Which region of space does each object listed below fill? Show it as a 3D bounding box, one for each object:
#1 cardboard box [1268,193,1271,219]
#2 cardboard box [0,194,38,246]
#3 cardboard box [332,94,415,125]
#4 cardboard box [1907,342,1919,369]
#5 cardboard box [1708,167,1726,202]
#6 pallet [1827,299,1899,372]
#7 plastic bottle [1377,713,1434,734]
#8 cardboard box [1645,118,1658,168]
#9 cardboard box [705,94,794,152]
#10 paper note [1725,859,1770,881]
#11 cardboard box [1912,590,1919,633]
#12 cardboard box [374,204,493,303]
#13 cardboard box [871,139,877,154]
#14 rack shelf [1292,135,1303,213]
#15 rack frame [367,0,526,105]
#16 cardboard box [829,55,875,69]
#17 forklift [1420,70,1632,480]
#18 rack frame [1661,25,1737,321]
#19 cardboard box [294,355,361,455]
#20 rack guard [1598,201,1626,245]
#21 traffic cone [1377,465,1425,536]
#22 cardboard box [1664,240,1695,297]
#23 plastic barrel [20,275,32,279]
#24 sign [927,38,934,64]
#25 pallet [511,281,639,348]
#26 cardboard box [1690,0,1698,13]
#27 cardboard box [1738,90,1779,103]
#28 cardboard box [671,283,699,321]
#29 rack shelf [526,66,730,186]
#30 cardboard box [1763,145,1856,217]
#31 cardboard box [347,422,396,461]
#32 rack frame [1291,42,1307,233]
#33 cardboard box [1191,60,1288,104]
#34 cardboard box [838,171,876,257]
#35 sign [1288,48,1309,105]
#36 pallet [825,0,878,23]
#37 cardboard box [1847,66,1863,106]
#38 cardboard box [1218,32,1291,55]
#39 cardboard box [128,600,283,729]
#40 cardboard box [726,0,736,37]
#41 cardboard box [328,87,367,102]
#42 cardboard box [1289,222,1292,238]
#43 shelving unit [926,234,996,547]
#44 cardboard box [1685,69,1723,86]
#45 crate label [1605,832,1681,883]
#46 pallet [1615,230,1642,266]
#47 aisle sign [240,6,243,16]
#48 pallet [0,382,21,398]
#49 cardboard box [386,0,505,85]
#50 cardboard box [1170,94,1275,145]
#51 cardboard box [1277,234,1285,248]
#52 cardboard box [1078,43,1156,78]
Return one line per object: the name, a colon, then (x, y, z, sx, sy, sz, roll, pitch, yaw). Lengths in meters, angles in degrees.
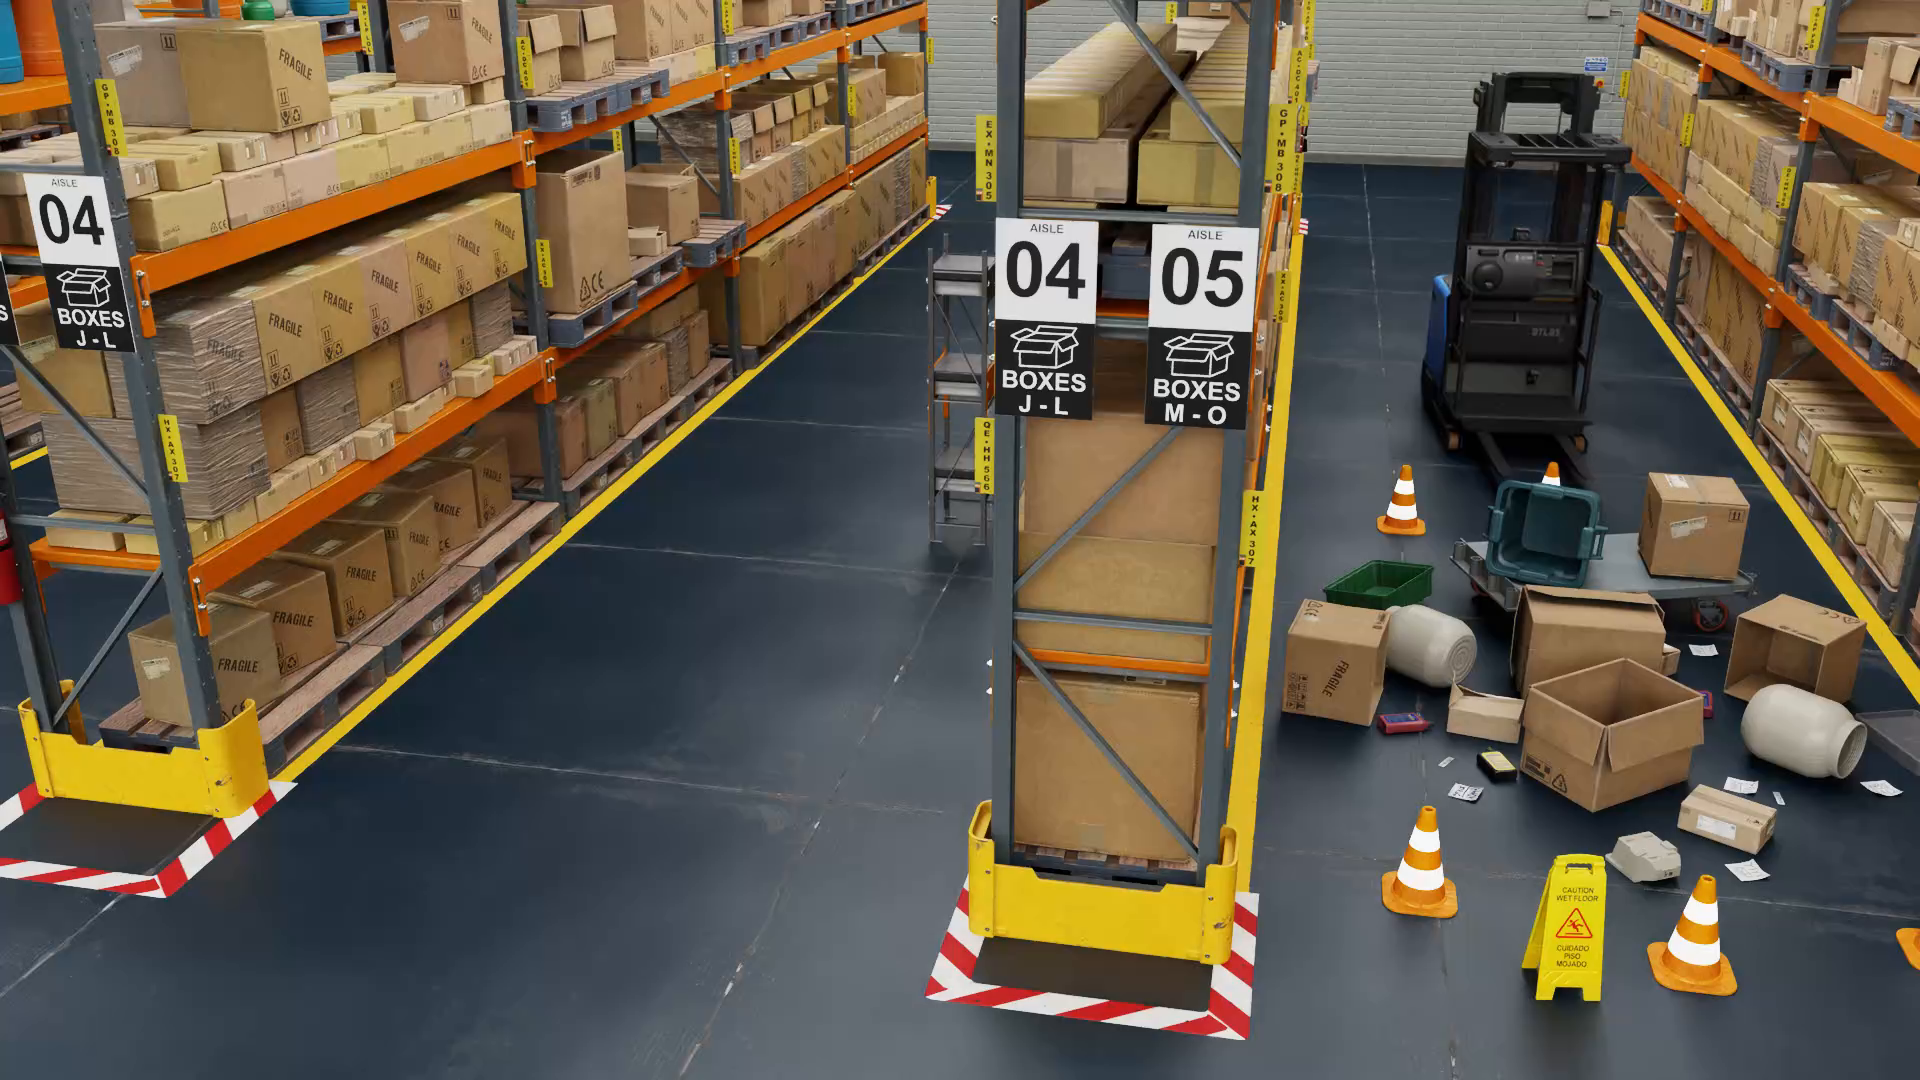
cardboard box: (1.126, -1.452, 7.069, 0.380, 0.149, 0.250, 5, 22, 11)
cardboard box: (-4.346, -1.583, 7.954, 0.500, 0.250, 0.500, 5, 22, 12)
cardboard box: (-3.429, -2.513, 9.731, 0.380, 0.149, 0.250, 5, 23, 13)
cardboard box: (6.228, -1.155, 10.481, 0.380, 0.149, 0.250, 4, 22, 9)
cardboard box: (7.381, -3.346, 15.678, 0.500, 0.250, 0.500, 5, 22, 12)
pallet: (6.774, -1.420, 11.620, 1.003, 0.211, 1.213, 4, 22, 11)
plastic bottle: (2.481, 1.017, 9.247, 0.283, 0.061, 0.133, -3, 22, -8)
cardboard box: (8.108, -4.498, 18.873, 0.500, 0.500, 0.500, 5, 23, 13)
cardboard box: (-2.132, -4.253, 16.922, 0.797, 0.503, 0.637, 5, 23, 13)
paper note: (3.750, 1.570, 7.915, 0.148, 0.019, 0.142, -3, 22, -8)
cardboard box: (5.937, 0.503, 9.708, 0.500, 0.250, 0.500, 3, 22, 8)
cardboard box: (-3.303, -1.808, 10.457, 0.500, 0.500, 0.500, 4, 22, 11)
cardboard box: (-1.202, -4.709, 19.867, 0.380, 0.149, 0.250, 4, 22, 9)
rack shelf: (3.496, -4.437, 19.818, 1.077, 0.370, 4.000, 4, 22, 11)
rack frame: (-3.380, -4.311, 10.512, 1.000, 3.000, 0.127, 4, 22, 11)
cardboard box: (-1.395, -5.995, 21.523, 0.500, 0.500, 0.500, 4, 22, 10)
forklift: (4.570, -2.177, 13.337, 1.130, 2.935, 3.031, 3, 22, 6)
rack frame: (7.954, -3.699, 17.022, 1.000, 3.000, 0.127, 4, 22, 11)
cardboard box: (-3.928, -0.820, 9.343, 0.875, 0.500, 0.500, 4, 22, 11)
rack guard: (8.775, -4.011, 21.143, 1.175, 0.500, 0.348, 4, 22, 11)
traffic cone: (3.207, -0.312, 12.008, 0.336, 0.463, 0.334, 4, 22, 11)
cardboard box: (8.188, -2.926, 17.972, 0.875, 0.438, 0.875, 4, 22, 10)
plastic barrel: (-7.808, -2.314, 13.769, 0.301, 0.262, 0.301, 0, 22, 0)
sign: (-0.403, -6.517, 22.154, 0.100, 0.325, 0.005, 4, 22, 11)
pallet: (-3.081, -1.708, 12.335, 1.003, 0.211, 1.213, 4, 22, 11)
cardboard box: (7.825, -5.569, 17.292, 0.380, 0.149, 0.250, 5, 22, 12)
cardboard box: (8.289, -4.364, 17.203, 0.500, 0.500, 0.500, 5, 22, 11)
cardboard box: (-2.671, -2.136, 14.896, 0.500, 0.250, 0.500, 5, 23, 13)
rack shelf: (-2.971, -3.317, 13.023, 1.077, 0.370, 4.000, 4, 22, 11)
cardboard box: (6.988, -2.955, 13.703, 0.500, 0.500, 0.500, 4, 22, 9)
cardboard box: (-3.503, -0.576, 9.605, 0.380, 0.149, 0.250, 4, 22, 11)
rack frame: (3.904, -5.502, 21.499, 1.000, 3.000, 0.127, 4, 22, 11)
cardboard box: (1.503, -2.430, 8.963, 0.500, 0.250, 0.500, 4, 22, 11)
cardboard box: (-1.534, -3.899, 19.800, 0.875, 0.875, 0.875, 4, 22, 11)
sign: (1.999, -2.739, 9.827, 0.100, 0.325, 0.005, 4, 22, 11)
pallet: (-1.570, -6.103, 19.095, 1.003, 0.211, 1.213, 4, 22, 11)
cardboard box: (6.855, -3.369, 12.369, 0.396, 0.266, 0.258, 4, 22, 11)
cardboard box: (1.589, -2.657, 8.993, 0.380, 0.149, 0.250, 4, 22, 11)
cardboard box: (-4.052, 0.672, 8.953, 0.500, 0.500, 0.500, 9, 24, 21)
cardboard box: (-2.509, -4.854, 15.175, 0.797, 0.503, 0.637, 6, 23, 14)
cardboard box: (-3.819, -2.646, 10.061, 0.380, 0.149, 0.250, 5, 23, 13)
cardboard box: (3.779, -3.722, 19.935, 0.380, 0.149, 0.250, 5, 22, 11)
shelving unit: (0.034, -1.035, 11.612, 0.431, 2.100, 0.503, 4, 22, 11)
cardboard box: (7.960, -4.919, 17.712, 0.380, 0.149, 0.250, 4, 22, 10)
crate label: (3.274, 1.510, 7.921, 0.250, 0.136, 0.298, -7, 23, -17)
pallet: (8.684, -3.570, 20.434, 1.003, 0.211, 1.213, 4, 22, 11)
aisle sign: (-10.314, -7.881, 23.927, 0.394, 0.787, 0.004, 4, 22, 11)
pallet: (-7.859, -1.350, 14.923, 1.003, 0.211, 1.213, 4, 22, 11)
cardboard box: (-3.222, -3.152, 10.448, 0.500, 0.500, 0.500, 4, 22, 9)
cardboard box: (1.019, -1.634, 6.453, 0.380, 0.149, 0.250, 5, 22, 12)
cardboard box: (2.237, -2.072, 12.850, 0.500, 0.500, 0.500, 4, 22, 10)
cardboard box: (0.790, -2.426, 8.421, 0.380, 0.149, 0.250, 4, 22, 11)
